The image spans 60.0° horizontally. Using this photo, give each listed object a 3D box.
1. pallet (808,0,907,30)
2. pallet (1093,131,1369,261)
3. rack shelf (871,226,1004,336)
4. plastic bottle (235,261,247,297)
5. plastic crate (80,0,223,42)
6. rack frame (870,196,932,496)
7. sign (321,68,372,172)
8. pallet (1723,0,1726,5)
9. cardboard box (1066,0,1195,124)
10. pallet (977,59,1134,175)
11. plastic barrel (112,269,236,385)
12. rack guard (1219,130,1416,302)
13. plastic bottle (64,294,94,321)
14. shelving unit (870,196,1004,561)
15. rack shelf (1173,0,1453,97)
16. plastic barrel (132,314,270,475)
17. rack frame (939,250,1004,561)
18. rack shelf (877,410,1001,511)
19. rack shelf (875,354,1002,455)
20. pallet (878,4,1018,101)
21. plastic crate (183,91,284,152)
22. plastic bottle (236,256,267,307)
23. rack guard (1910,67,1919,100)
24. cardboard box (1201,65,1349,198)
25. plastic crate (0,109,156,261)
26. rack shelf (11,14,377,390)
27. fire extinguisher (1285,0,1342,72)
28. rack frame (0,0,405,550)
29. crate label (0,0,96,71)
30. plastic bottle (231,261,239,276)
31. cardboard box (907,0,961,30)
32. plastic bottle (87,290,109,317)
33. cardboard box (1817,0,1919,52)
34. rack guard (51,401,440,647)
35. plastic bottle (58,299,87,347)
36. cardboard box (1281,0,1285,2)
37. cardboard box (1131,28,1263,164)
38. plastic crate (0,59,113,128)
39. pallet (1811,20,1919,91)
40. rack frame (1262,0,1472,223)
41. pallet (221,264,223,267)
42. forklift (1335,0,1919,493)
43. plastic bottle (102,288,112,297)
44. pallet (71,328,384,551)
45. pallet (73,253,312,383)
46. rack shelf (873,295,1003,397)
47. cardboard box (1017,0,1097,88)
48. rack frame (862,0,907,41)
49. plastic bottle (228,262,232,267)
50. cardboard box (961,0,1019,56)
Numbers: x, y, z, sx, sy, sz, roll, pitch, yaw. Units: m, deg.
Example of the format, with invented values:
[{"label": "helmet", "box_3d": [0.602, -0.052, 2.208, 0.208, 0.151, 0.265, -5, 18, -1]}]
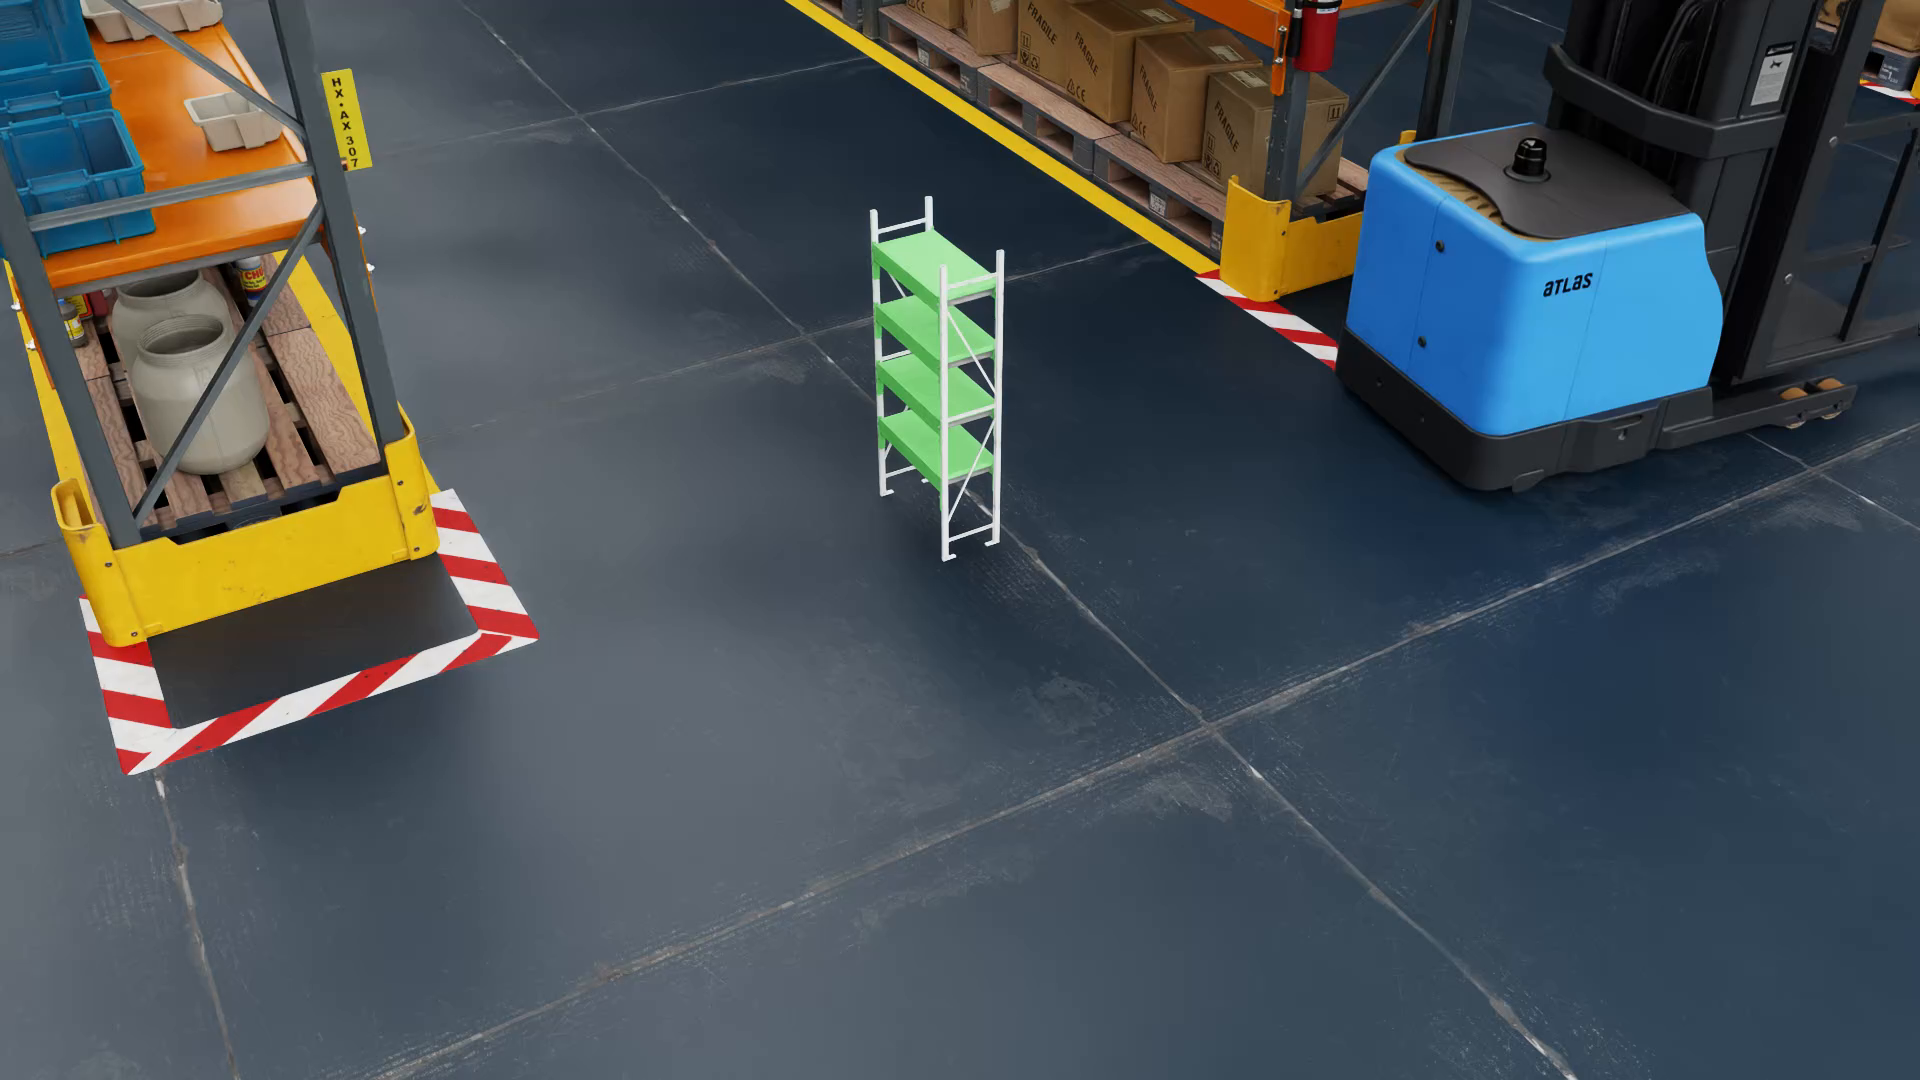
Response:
[{"label": "pallet", "box_3d": [-0.555, -3.841, 11.330, 1.003, 0.211, 1.213, -19, 40, -24]}, {"label": "pallet", "box_3d": [1.432, -1.868, 8.628, 1.003, 0.211, 1.213, -19, 40, -24]}, {"label": "rack shelf", "box_3d": [-0.083, -0.905, 5.766, 0.258, 0.148, 0.480, -19, 40, -24]}, {"label": "plastic bottle", "box_3d": [-3.129, -1.180, 7.322, 0.097, 0.201, 0.097, 0, 36, 0]}, {"label": "plastic crate", "box_3d": [-3.410, -2.243, 7.002, 0.530, 0.136, 0.437, -19, 40, -24]}, {"label": "rack frame", "box_3d": [-0.206, -0.693, 6.182, 0.240, 1.200, 0.015, -19, 40, -24]}, {"label": "sign", "box_3d": [-1.957, -1.335, 5.300, 0.100, 0.325, 0.005, -19, 40, -24]}, {"label": "pallet", "box_3d": [5.109, -3.829, 11.313, 1.003, 0.211, 1.213, -19, 40, -24]}, {"label": "cardboard box", "box_3d": [0.920, -2.634, 9.076, 0.500, 0.500, 0.500, -15, 39, -20]}, {"label": "pallet", "box_3d": [0.823, -2.489, 9.479, 1.003, 0.211, 1.213, -19, 40, -24]}, {"label": "plastic barrel", "box_3d": [-3.084, -0.796, 6.550, 0.421, 0.512, 0.421, 0, 36, 0]}, {"label": "rack guard", "box_3d": [1.809, -1.560, 7.962, 1.175, 0.500, 0.348, -19, 40, -24]}, {"label": "plastic bottle", "box_3d": [-3.840, -1.084, 7.127, 0.152, 0.276, 0.135, -19, 40, -24]}, {"label": "shelving unit", "box_3d": [-0.083, -0.569, 6.012, 0.258, 1.200, 0.503, -19, 40, -24]}, {"label": "rack shelf", "box_3d": [0.843, -3.260, 8.780, 1.077, 0.370, 4.000, -19, 40, -24]}, {"label": "plastic barrel", "box_3d": [-2.832, -0.541, 6.200, 0.421, 0.512, 0.421, 0, 36, 0]}, {"label": "rack frame", "box_3d": [0.039, -0.445, 5.841, 0.240, 1.200, 0.015, -19, 40, -24]}, {"label": "rack shelf", "box_3d": [-0.083, -0.324, 6.191, 0.258, 0.148, 0.480, -19, 40, -24]}, {"label": "rack shelf", "box_3d": [-0.083, -0.517, 6.049, 0.258, 0.148, 0.480, -19, 40, -24]}, {"label": "pallet", "box_3d": [0.206, -3.112, 10.332, 1.003, 0.211, 1.213, -19, 40, -24]}, {"label": "plastic crate", "box_3d": [-2.606, -1.508, 5.995, 0.298, 0.136, 0.250, -19, 40, -24]}, {"label": "plastic bottle", "box_3d": [-3.076, -1.156, 7.229, 0.097, 0.271, 0.097, 0, 36, 0]}, {"label": "rack guard", "box_3d": [6.199, -2.927, 9.834, 1.175, 0.500, 0.348, -19, 40, -24]}, {"label": "cardboard box", "box_3d": [1.548, -2.014, 8.228, 0.500, 0.500, 0.500, -12, 38, -16]}, {"label": "plastic crate", "box_3d": [-2.945, -1.169, 5.434, 0.499, 0.251, 0.616, -19, 40, -24]}, {"label": "rack shelf", "box_3d": [-3.440, -1.792, 6.770, 1.077, 0.370, 4.000, -19, 40, -24]}, {"label": "fire extinguisher", "box_3d": [1.507, -2.304, 6.927, 0.296, 0.674, 0.183, -19, 40, -24]}, {"label": "rack frame", "box_3d": [-2.435, -1.063, 5.162, 1.000, 3.000, 0.127, -19, 40, -24]}, {"label": "crate label", "box_3d": [-3.594, -1.935, 6.327, 0.502, 0.435, 0.616, -19, 40, -24]}, {"label": "plastic bottle", "box_3d": [-3.249, -1.330, 7.468, 0.097, 0.271, 0.097, 0, 36, 0]}, {"label": "cardboard box", "box_3d": [0.004, -3.515, 10.282, 0.500, 0.500, 0.500, -20, 41, -25]}, {"label": "plastic bottle", "box_3d": [-3.748, -1.119, 7.168, 0.061, 0.283, 0.133, -19, 40, -24]}, {"label": "cardboard box", "box_3d": [5.789, -3.586, 10.063, 0.875, 0.875, 0.875, -19, 40, -24]}, {"label": "rack guard", "box_3d": [-2.514, -0.078, 5.933, 1.175, 0.500, 0.348, -19, 40, -24]}, {"label": "plastic bottle", "box_3d": [-3.737, -0.917, 6.962, 0.097, 0.201, 0.097, 0, 36, 0]}, {"label": "cardboard box", "box_3d": [1.526, -2.513, 7.361, 0.380, 0.149, 0.250, -19, 40, -24]}, {"label": "cardboard box", "box_3d": [1.218, -2.309, 8.631, 0.500, 0.500, 0.500, -9, 37, -12]}, {"label": "plastic crate", "box_3d": [-3.267, -1.502, 5.889, 0.499, 0.251, 0.408, -19, 40, -24]}, {"label": "pallet", "box_3d": [5.717, -3.207, 10.462, 1.003, 0.211, 1.213, -19, 40, -24]}, {"label": "rack frame", "box_3d": [1.847, -2.530, 7.171, 1.000, 3.000, 0.127, -19, 40, -24]}, {"label": "pallet", "box_3d": [-4.143, -1.622, 8.291, 1.003, 0.211, 1.213, -19, 40, -24]}, {"label": "forklift", "box_3d": [3.169, -1.919, 6.392, 3.031, 2.935, 1.130, -14, 38, -18]}, {"label": "plastic bottle", "box_3d": [-3.811, -1.171, 7.309, 0.097, 0.201, 0.097, 0, 36, 0]}, {"label": "pallet", "box_3d": [-2.917, -0.377, 6.588, 1.003, 0.211, 1.213, -19, 40, -24]}, {"label": "pallet", "box_3d": [-3.526, -0.999, 7.439, 1.003, 0.211, 1.213, -19, 40, -24]}, {"label": "rack shelf", "box_3d": [-0.083, -0.711, 5.908, 0.258, 0.148, 0.480, -19, 40, -24]}, {"label": "cardboard box", "box_3d": [0.678, -2.931, 9.484, 0.500, 0.500, 0.500, -23, 42, -28]}, {"label": "rack frame", "box_3d": [-0.162, -4.570, 9.964, 1.000, 3.000, 0.127, -19, 40, -24]}, {"label": "plastic bottle", "box_3d": [-3.299, -1.381, 7.538, 0.097, 0.271, 0.097, 0, 36, 0]}, {"label": "cardboard box", "box_3d": [0.299, -3.225, 9.885, 0.500, 0.500, 0.500, -7, 37, -9]}]
